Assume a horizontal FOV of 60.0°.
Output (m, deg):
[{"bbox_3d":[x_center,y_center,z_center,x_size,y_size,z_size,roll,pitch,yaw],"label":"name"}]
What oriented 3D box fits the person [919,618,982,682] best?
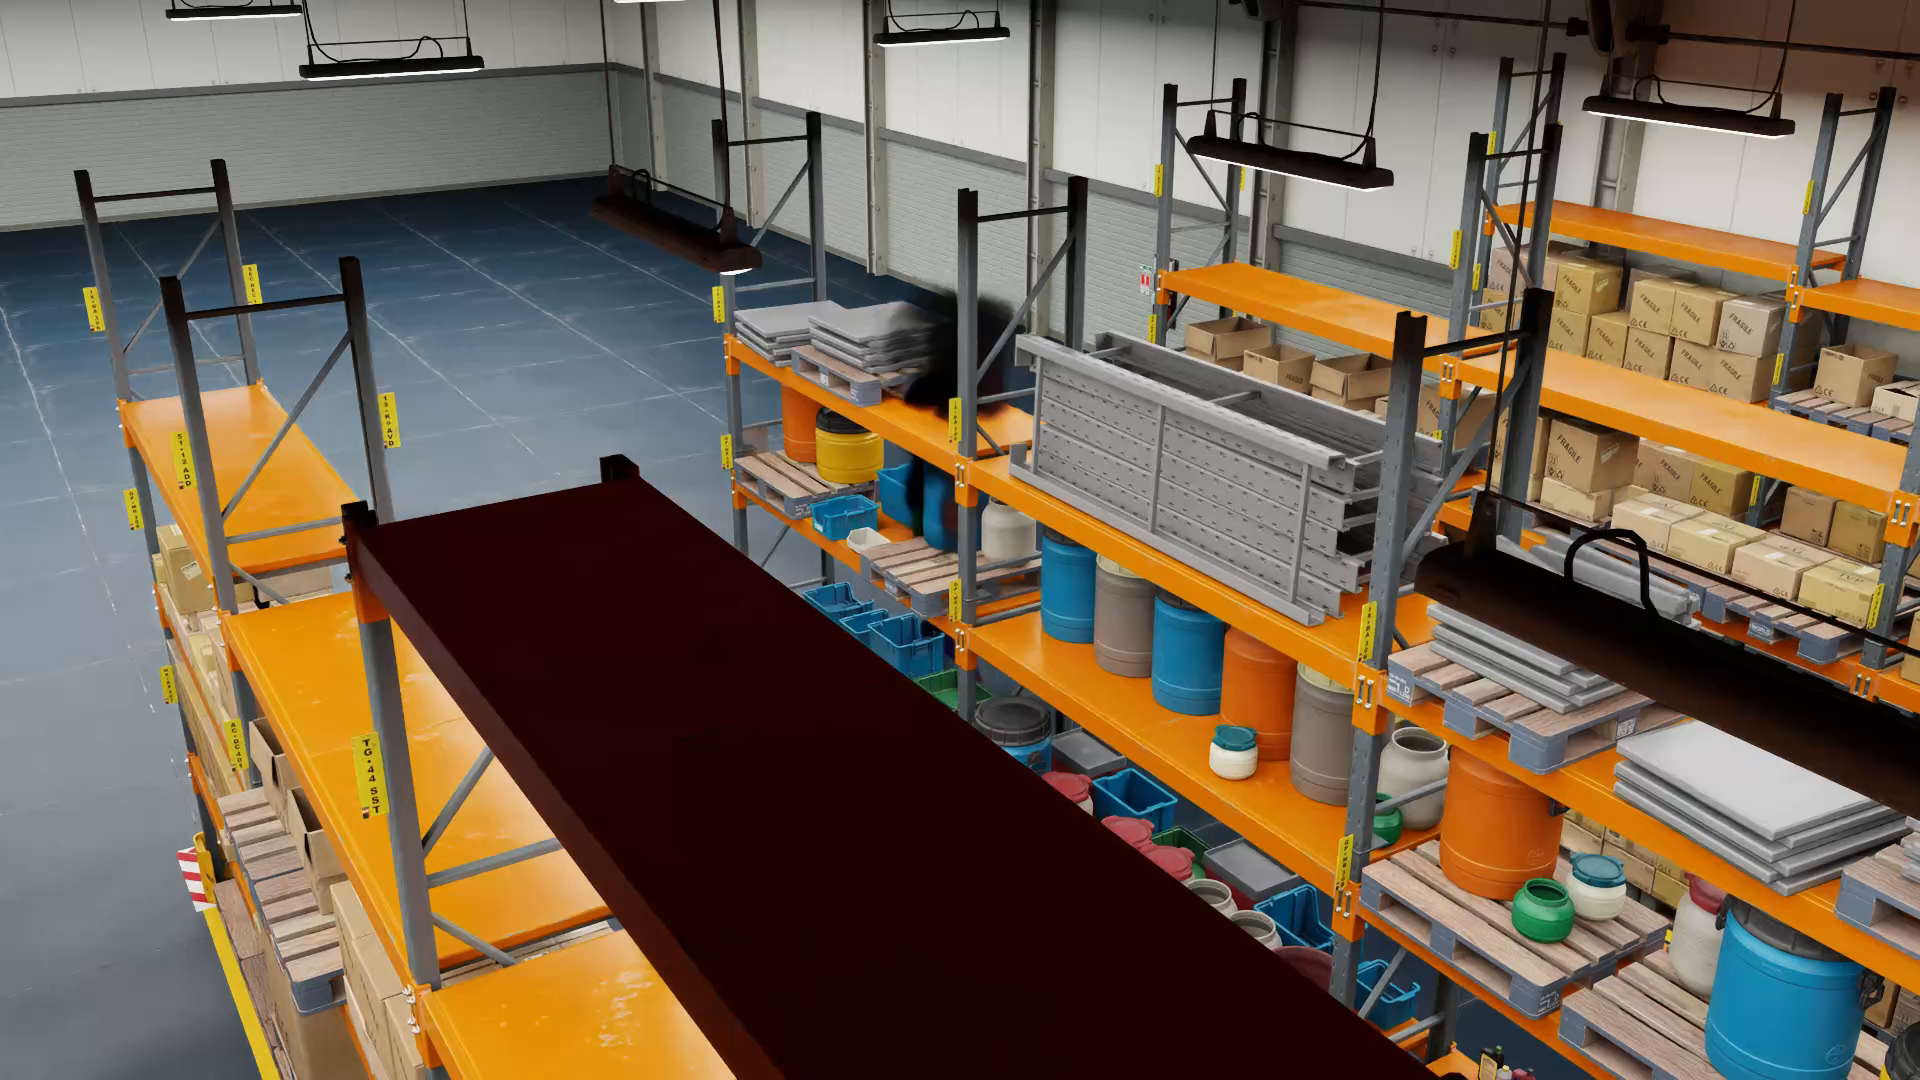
[{"bbox_3d":[-0.162,0.784,17.307,0.815,1.666,0.549,3,22,7],"label":"person"}]
